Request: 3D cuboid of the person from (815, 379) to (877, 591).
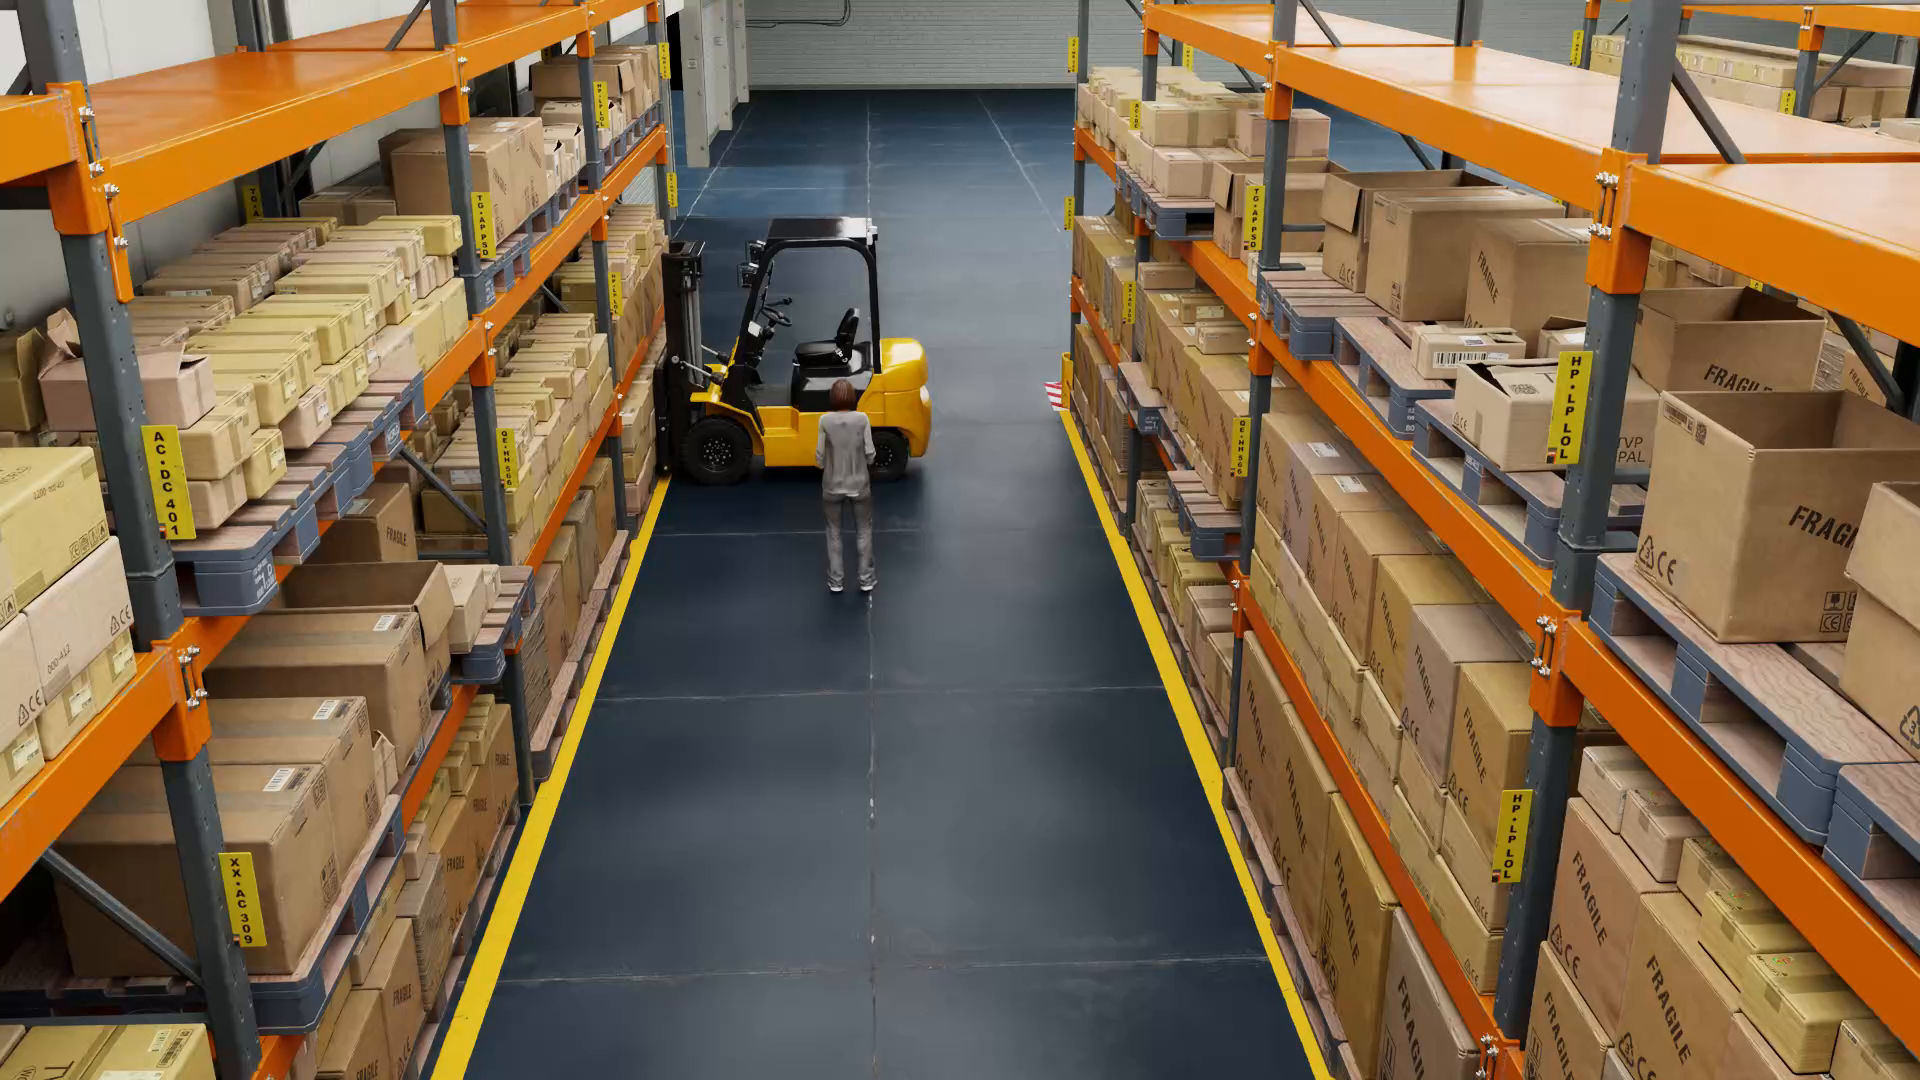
[{"bbox_3d":[-0.832,-0.385,12.148,0.444,1.568,0.384,-1,21,-4],"label":"person"}]
